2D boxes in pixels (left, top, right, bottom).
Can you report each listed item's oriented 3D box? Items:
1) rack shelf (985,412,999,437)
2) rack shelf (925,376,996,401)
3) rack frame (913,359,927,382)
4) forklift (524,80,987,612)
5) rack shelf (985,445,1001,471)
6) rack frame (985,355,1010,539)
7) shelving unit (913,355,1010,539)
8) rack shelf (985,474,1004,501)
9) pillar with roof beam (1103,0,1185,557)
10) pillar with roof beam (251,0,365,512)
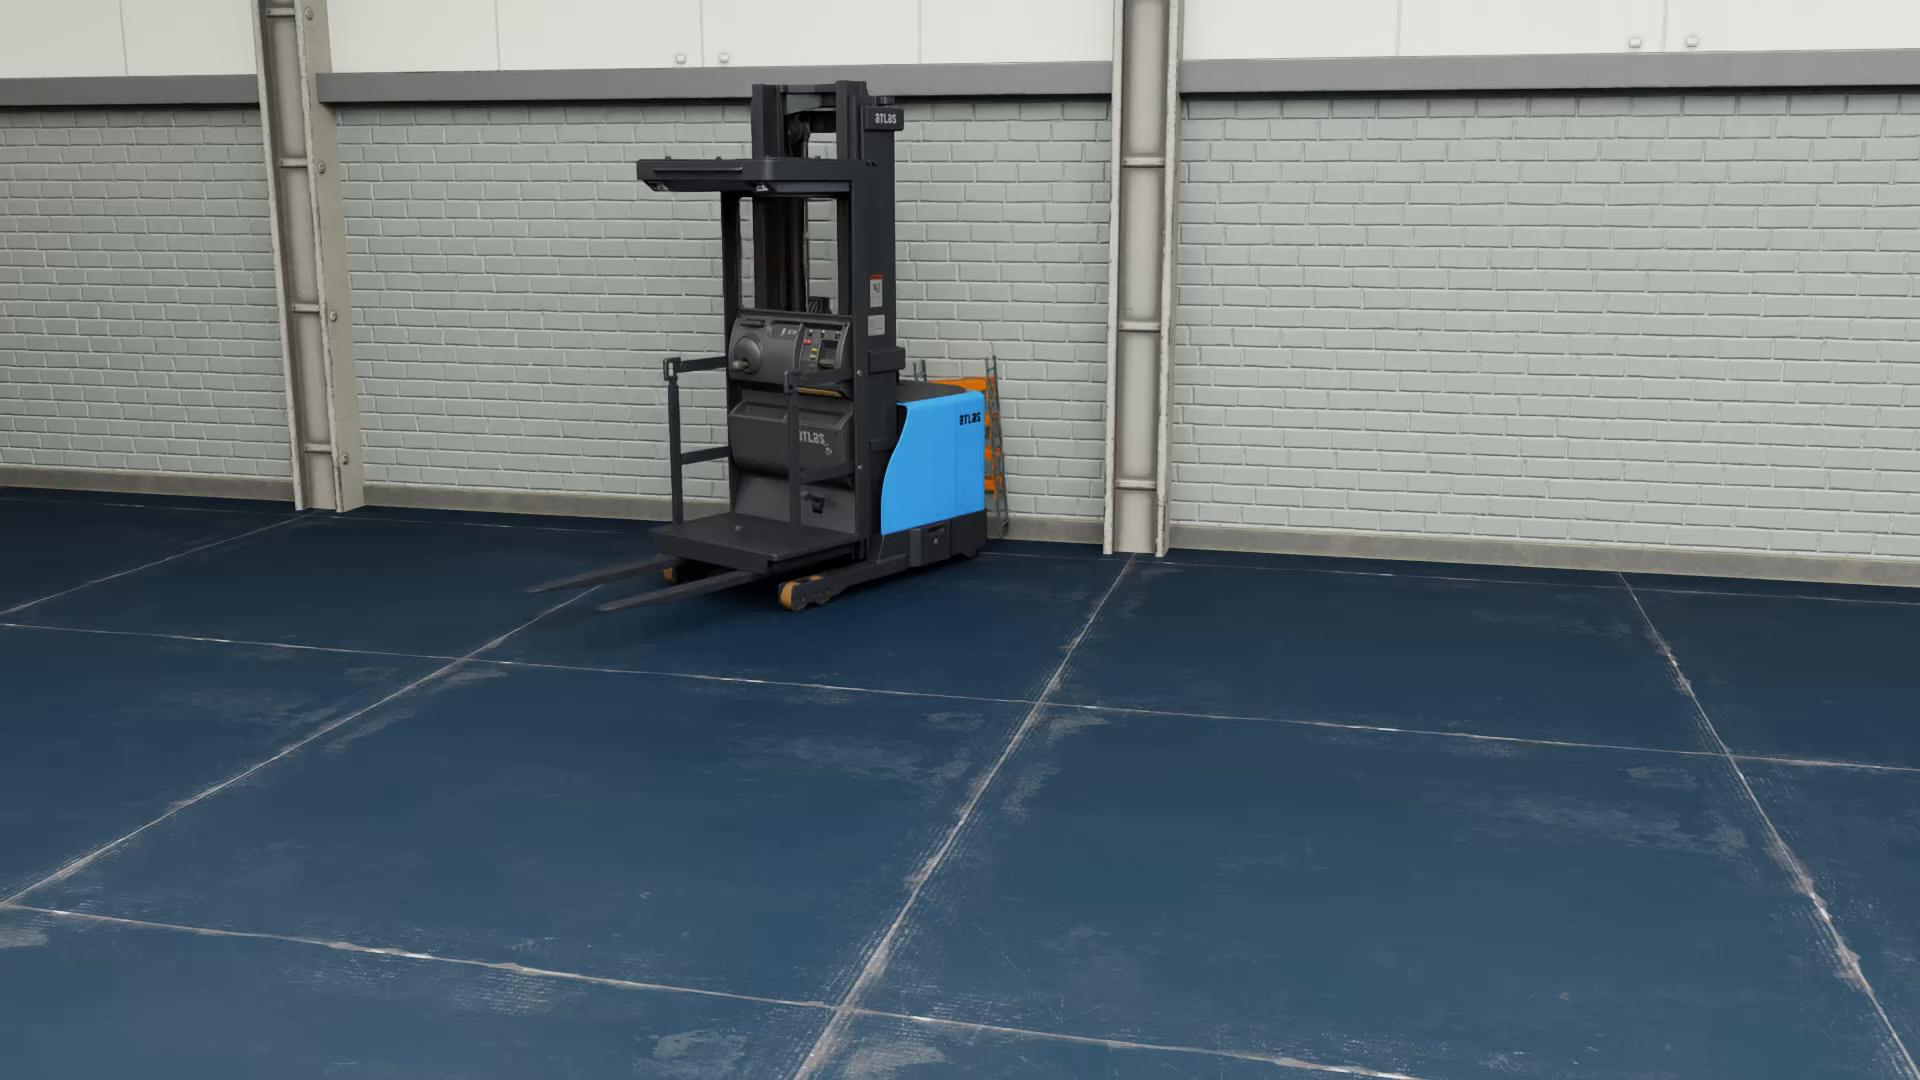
[{"bbox_3d":[0.000,-0.761,11.042,0.480,0.148,0.258,-2,10,16],"label":"rack shelf"},{"bbox_3d":[-0.020,-0.993,11.001,0.480,0.148,0.258,-2,10,16],"label":"rack shelf"},{"bbox_3d":[-0.222,-0.600,11.135,0.015,1.200,0.240,-2,10,16],"label":"rack frame"},{"bbox_3d":[-1.143,-1.150,9.651,1.130,2.935,3.031,10,16,38],"label":"forklift"},{"bbox_3d":[0.018,-0.542,11.081,0.480,0.148,0.258,-2,10,16],"label":"rack shelf"},{"bbox_3d":[0.248,-0.616,11.004,0.015,1.200,0.240,-2,10,16],"label":"rack frame"},{"bbox_3d":[0.013,-0.608,11.069,0.503,1.200,0.258,-2,10,16],"label":"shelving unit"},{"bbox_3d":[0.035,-0.347,11.115,0.480,0.148,0.258,-2,10,16],"label":"rack shelf"},{"bbox_3d":[0.129,-3.421,5.878,0.400,9.000,9.100,3,13,14],"label":"pillar with roof beam"},{"bbox_3d":[-5.697,-3.733,7.282,0.400,9.000,9.100,3,13,14],"label":"pillar with roof beam"}]
